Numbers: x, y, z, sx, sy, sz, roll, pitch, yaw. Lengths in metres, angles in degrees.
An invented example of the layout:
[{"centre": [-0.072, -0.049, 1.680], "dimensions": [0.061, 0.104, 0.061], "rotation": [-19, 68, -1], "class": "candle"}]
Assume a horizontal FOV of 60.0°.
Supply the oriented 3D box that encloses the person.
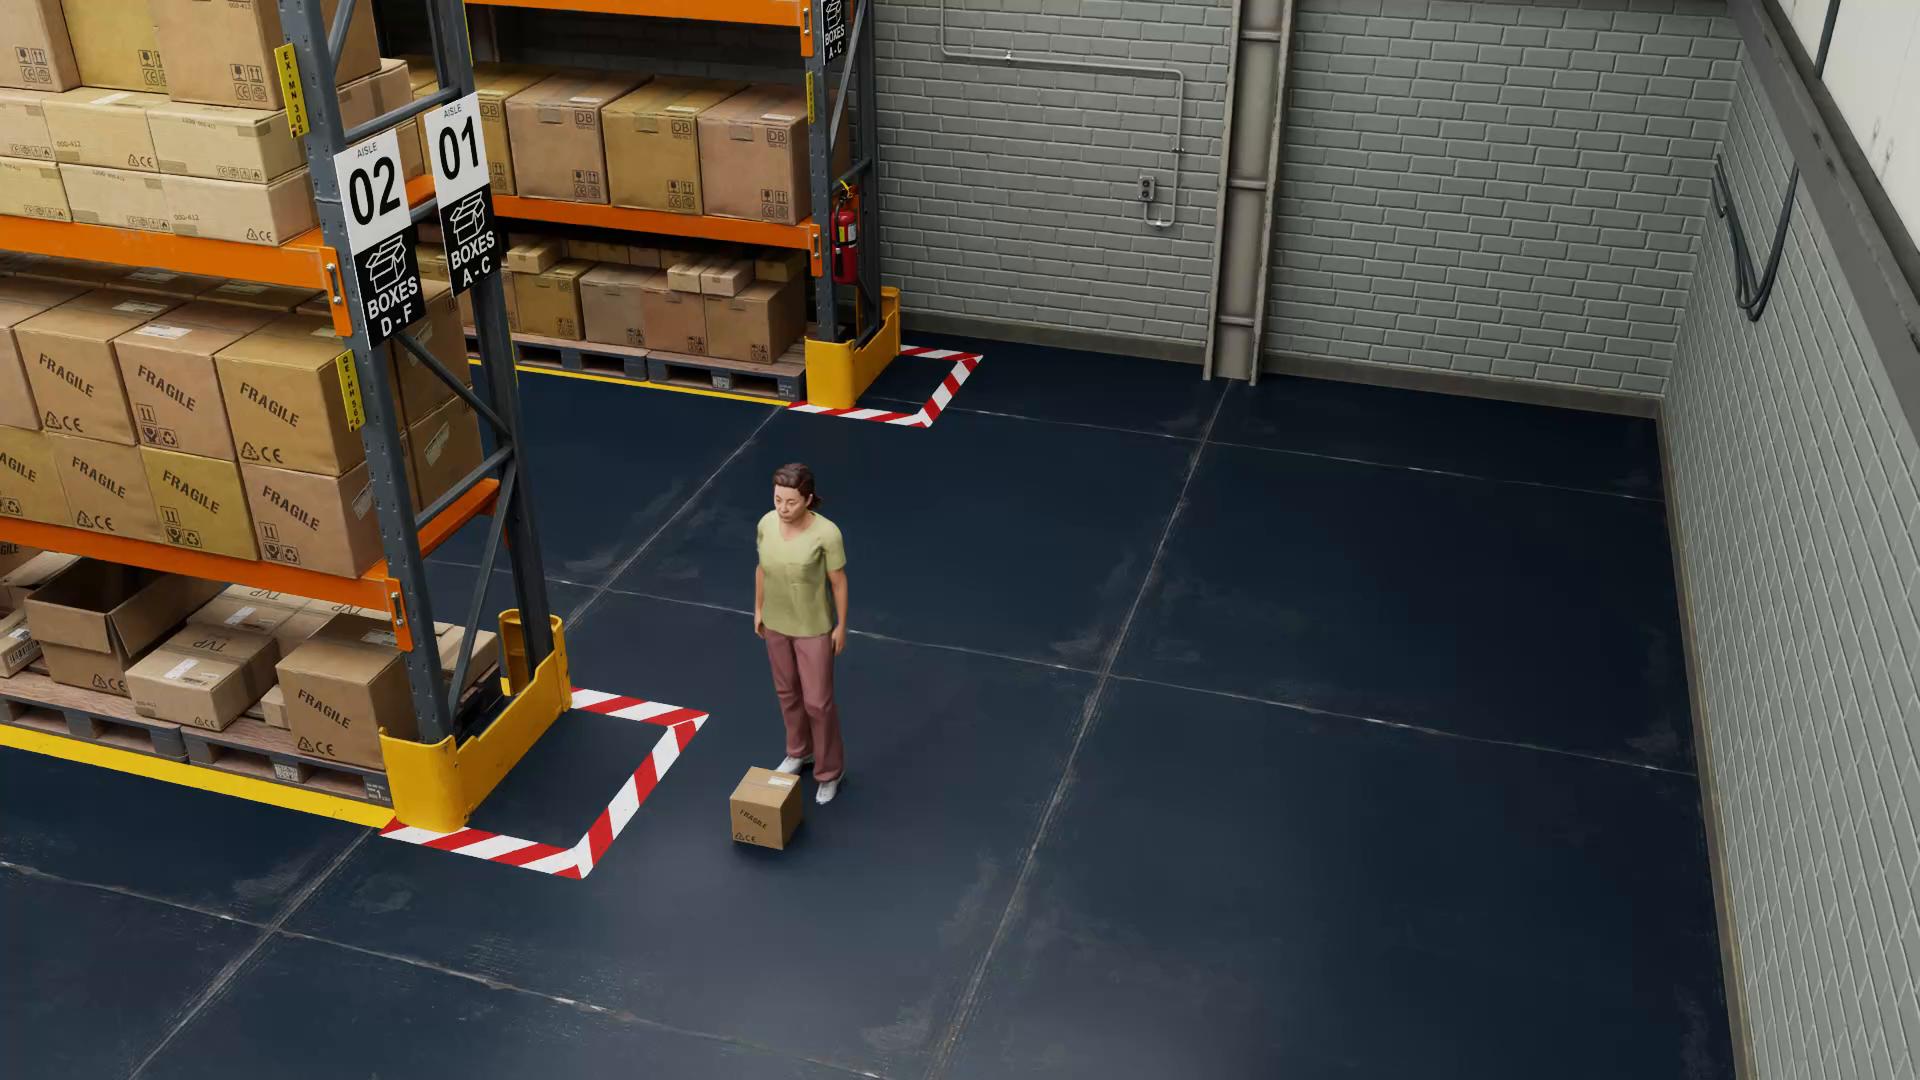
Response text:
[{"centre": [-0.772, 0.441, 7.773], "dimensions": [0.476, 1.743, 0.424], "rotation": [13, 32, 22], "class": "person"}]
